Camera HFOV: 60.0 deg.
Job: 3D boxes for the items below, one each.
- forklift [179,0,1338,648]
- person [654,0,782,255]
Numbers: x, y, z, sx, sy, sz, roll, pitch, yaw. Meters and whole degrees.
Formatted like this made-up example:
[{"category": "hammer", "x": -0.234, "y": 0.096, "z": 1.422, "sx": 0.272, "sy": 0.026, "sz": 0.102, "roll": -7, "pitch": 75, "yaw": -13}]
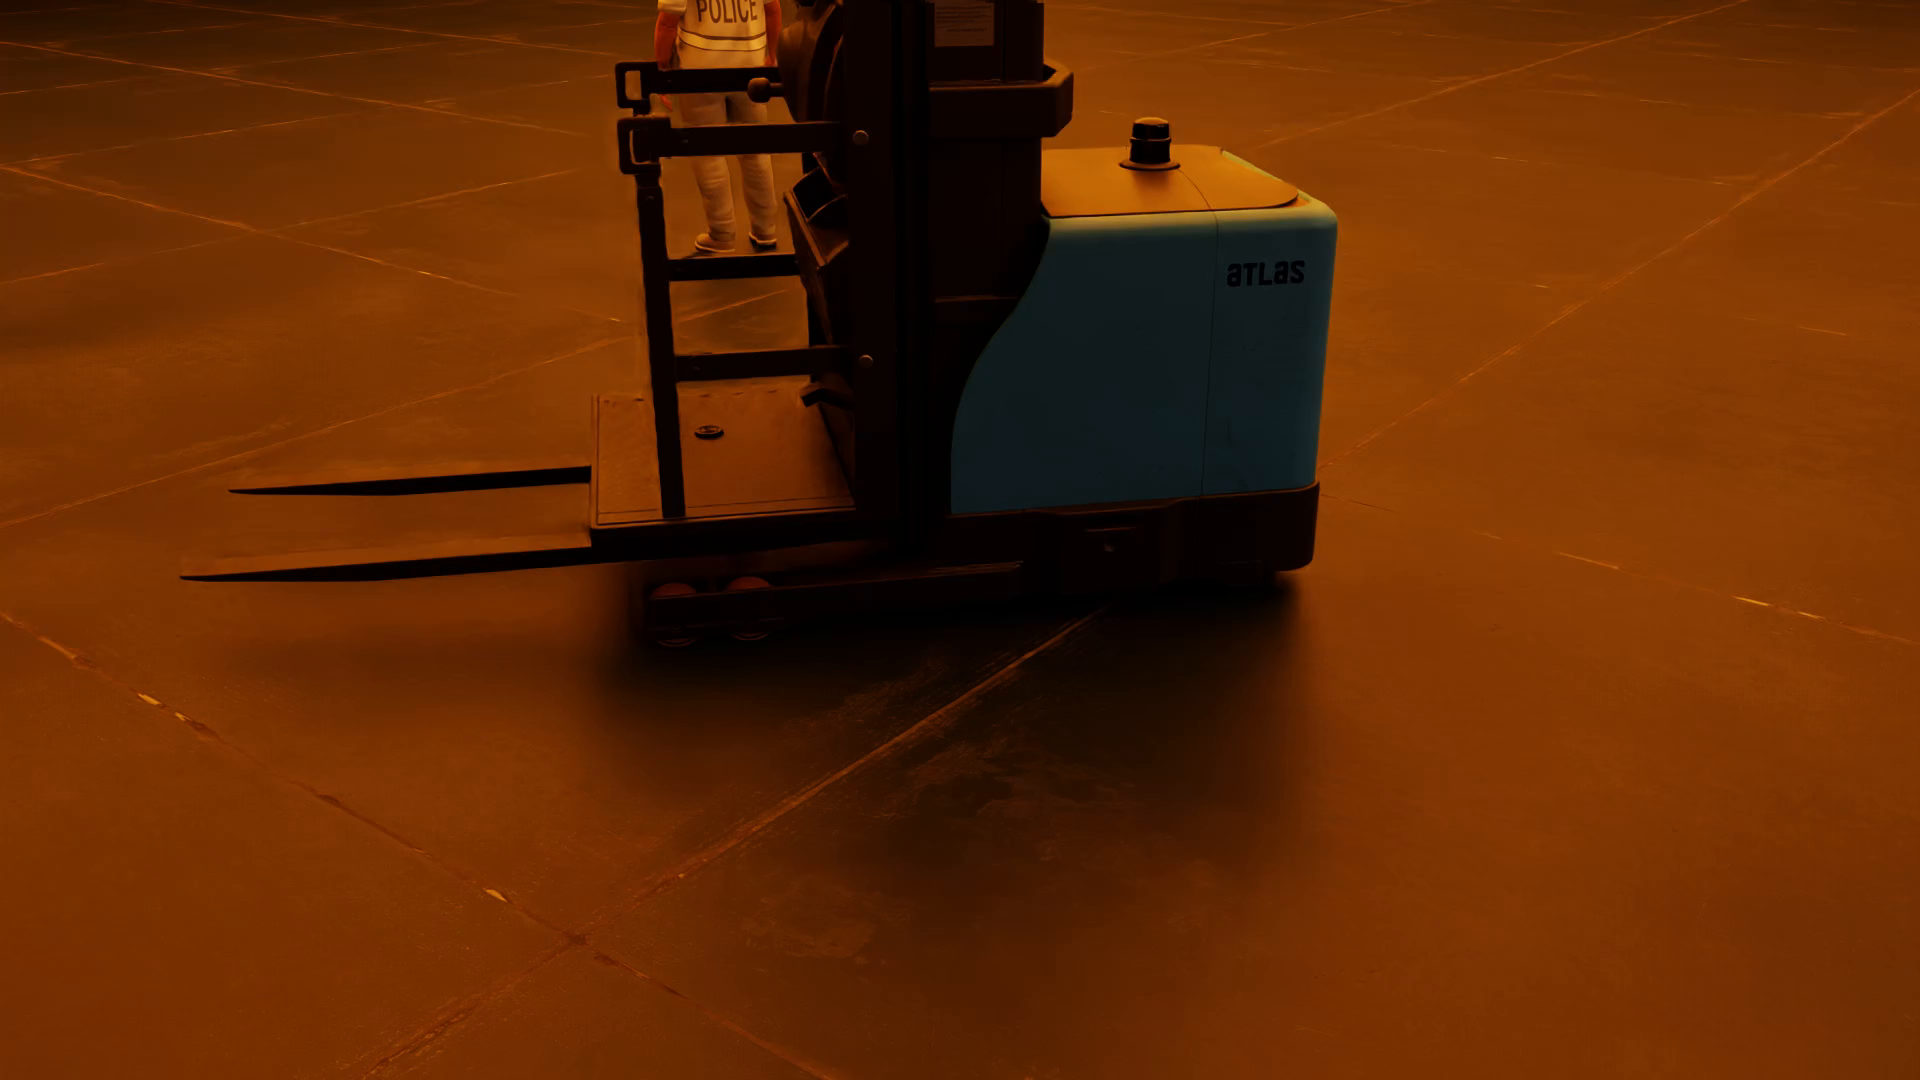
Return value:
[{"category": "forklift", "x": -0.568, "y": -1.291, "z": 4.307, "sx": 3.031, "sy": 2.935, "sz": 1.130, "roll": -4, "pitch": 24, "yaw": -10}, {"category": "person", "x": -1.172, "y": -2.267, "z": 7.985, "sx": 0.639, "sy": 1.779, "sz": 0.575, "roll": -10, "pitch": 25, "yaw": -22}]
